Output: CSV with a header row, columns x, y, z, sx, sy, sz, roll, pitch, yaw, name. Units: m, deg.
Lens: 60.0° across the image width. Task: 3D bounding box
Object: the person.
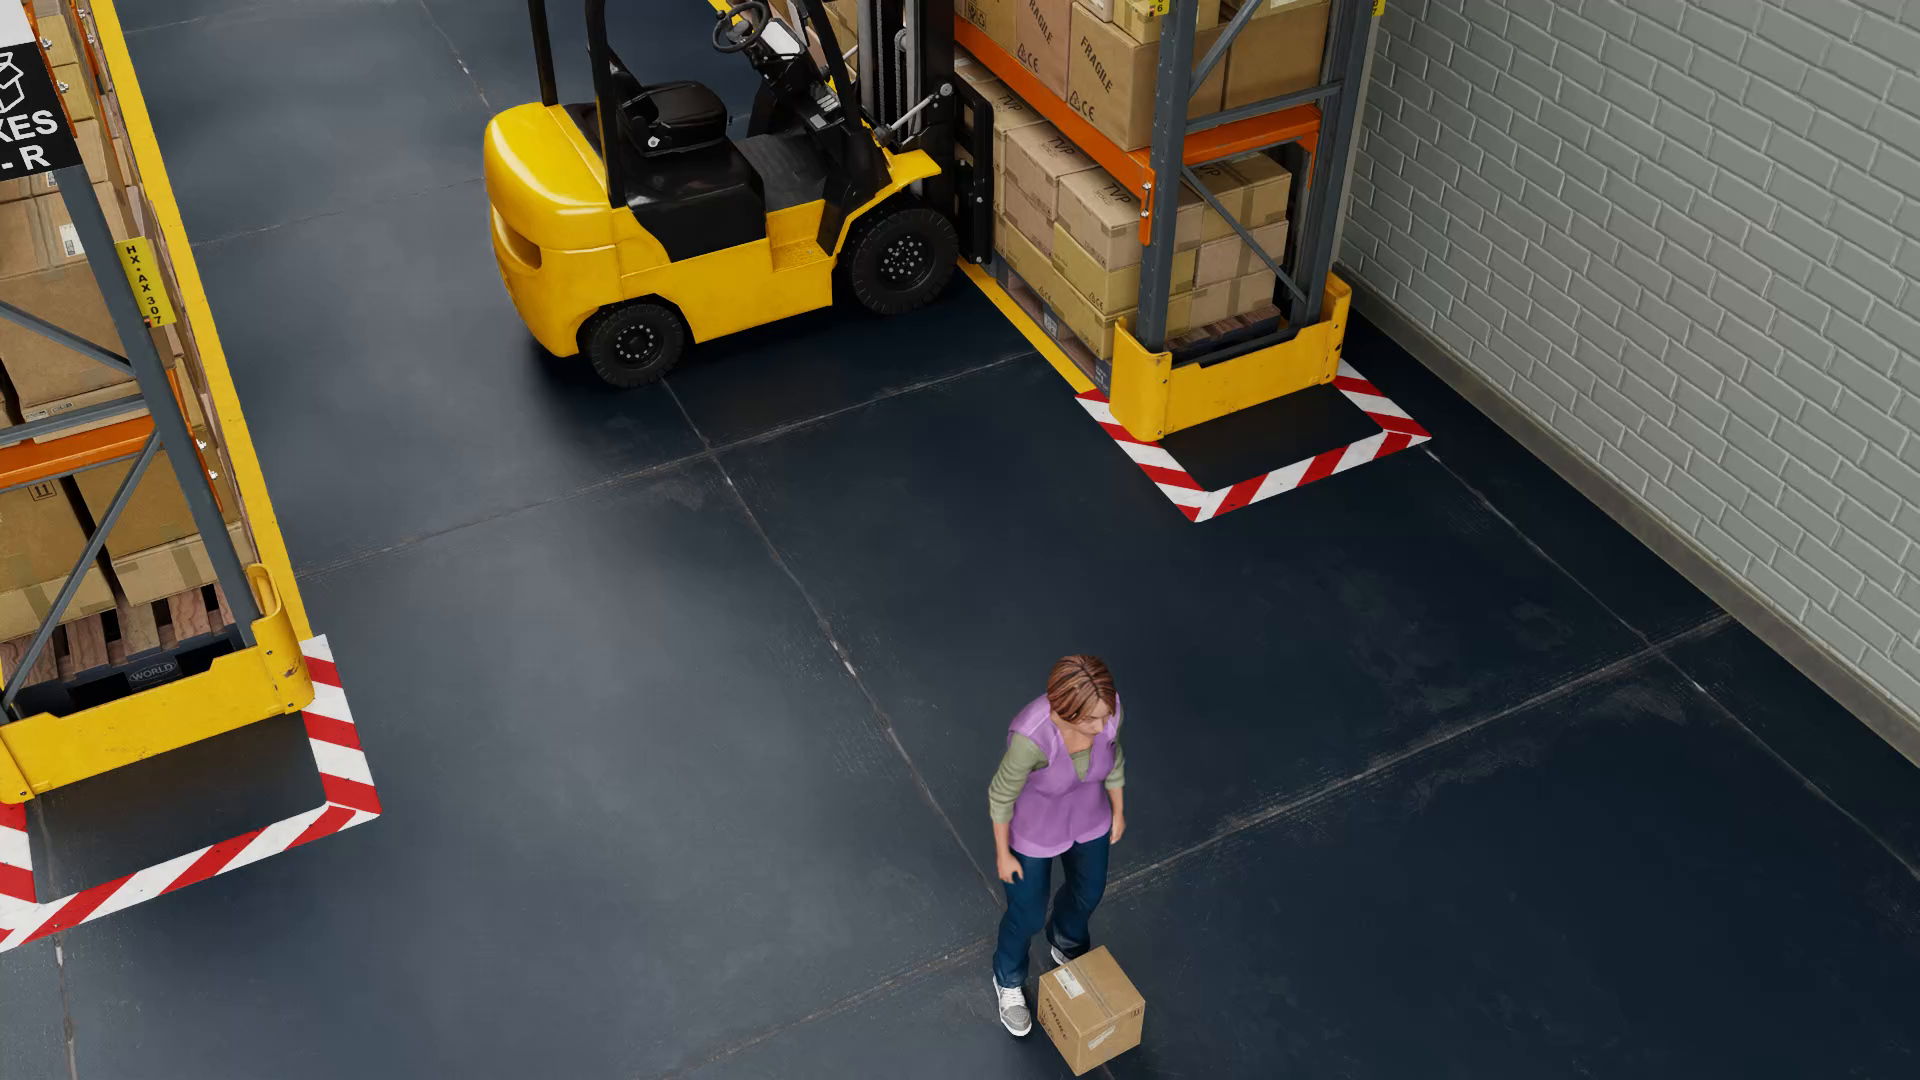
x,y,z,sx,sy,sz,roll,pitch,yaw,name
0.302,0.905,5.157,0.450,1.593,0.346,-19,45,-20,person
